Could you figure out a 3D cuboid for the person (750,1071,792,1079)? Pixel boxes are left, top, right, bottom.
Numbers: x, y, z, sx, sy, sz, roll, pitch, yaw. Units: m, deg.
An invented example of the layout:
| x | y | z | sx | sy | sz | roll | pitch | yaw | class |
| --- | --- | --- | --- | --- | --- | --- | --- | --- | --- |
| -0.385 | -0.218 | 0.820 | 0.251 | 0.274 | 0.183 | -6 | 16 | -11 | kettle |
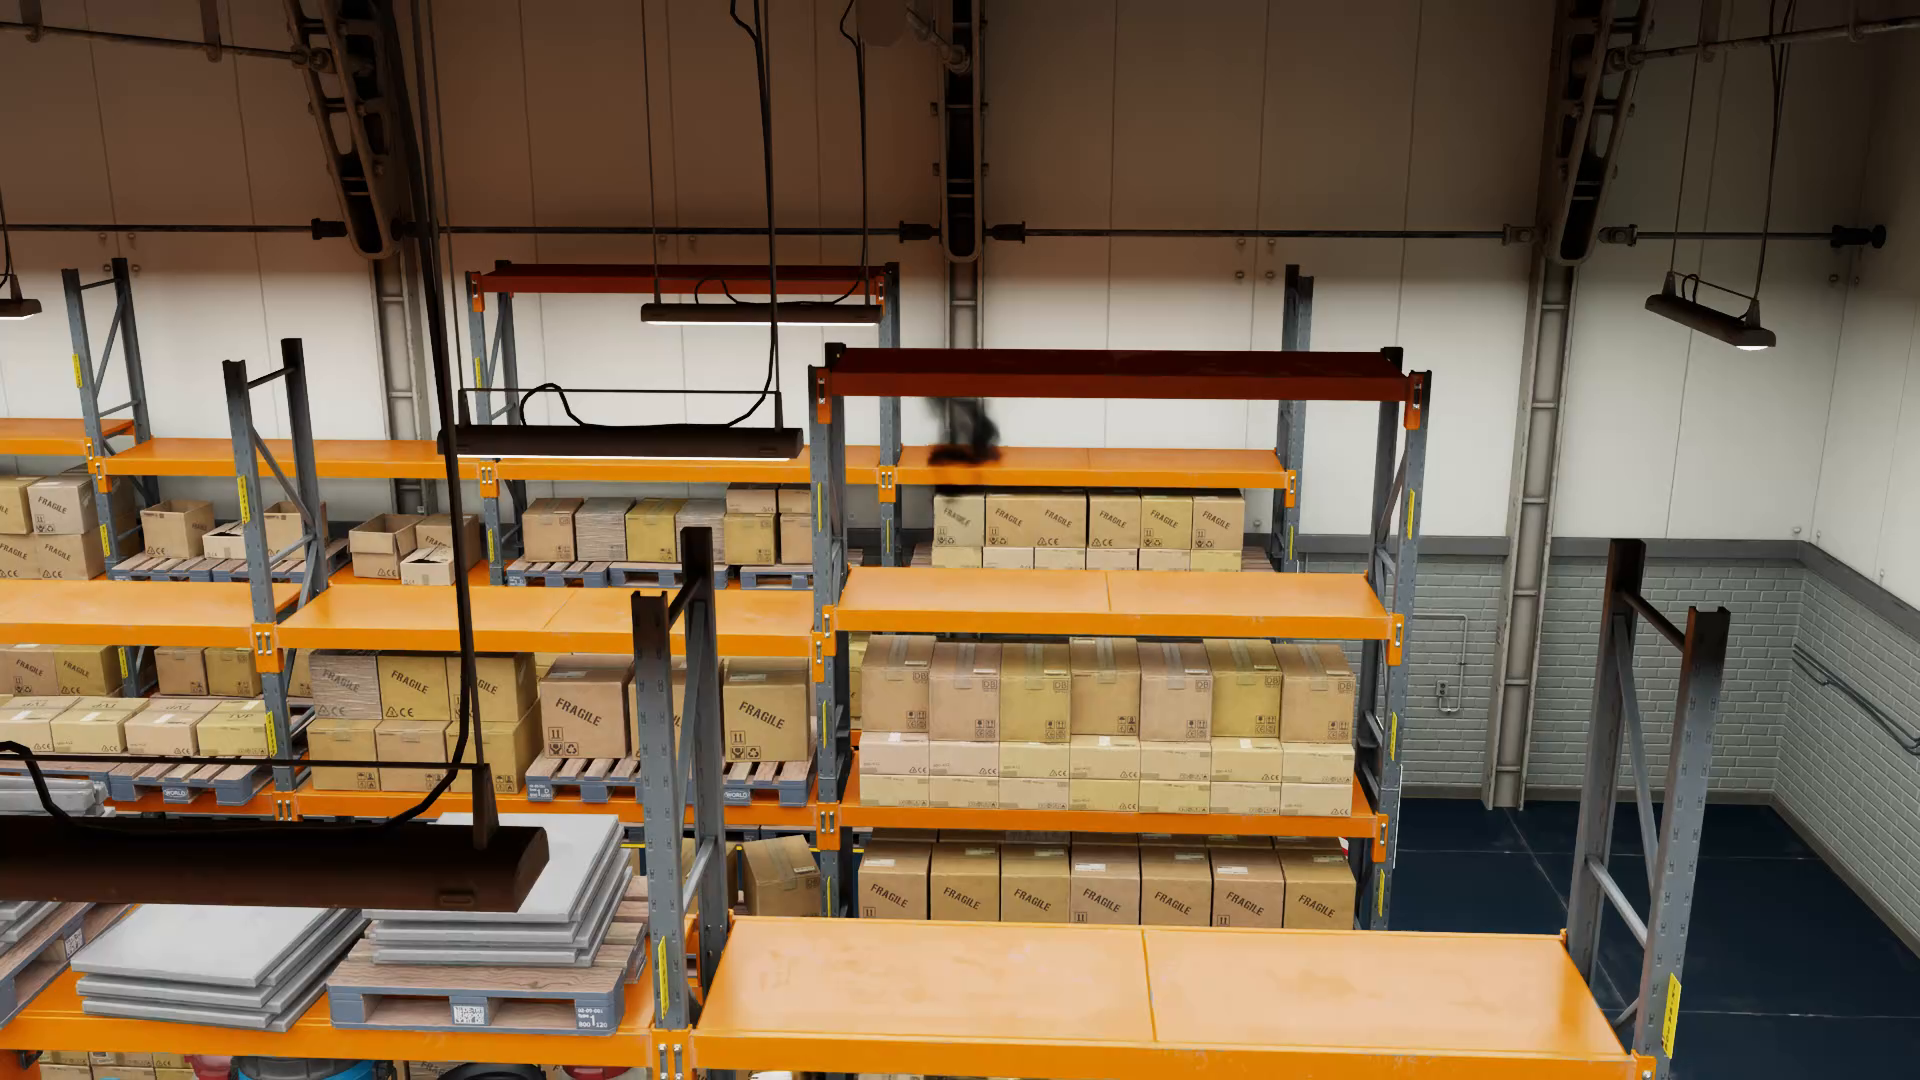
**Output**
| x | y | z | sx | sy | sz | roll | pitch | yaw | class |
| --- | --- | --- | --- | --- | --- | --- | --- | --- | --- |
| -1.204 | 4.204 | 10.812 | 0.985 | 1.780 | 0.679 | -3 | 16 | -9 | person |
